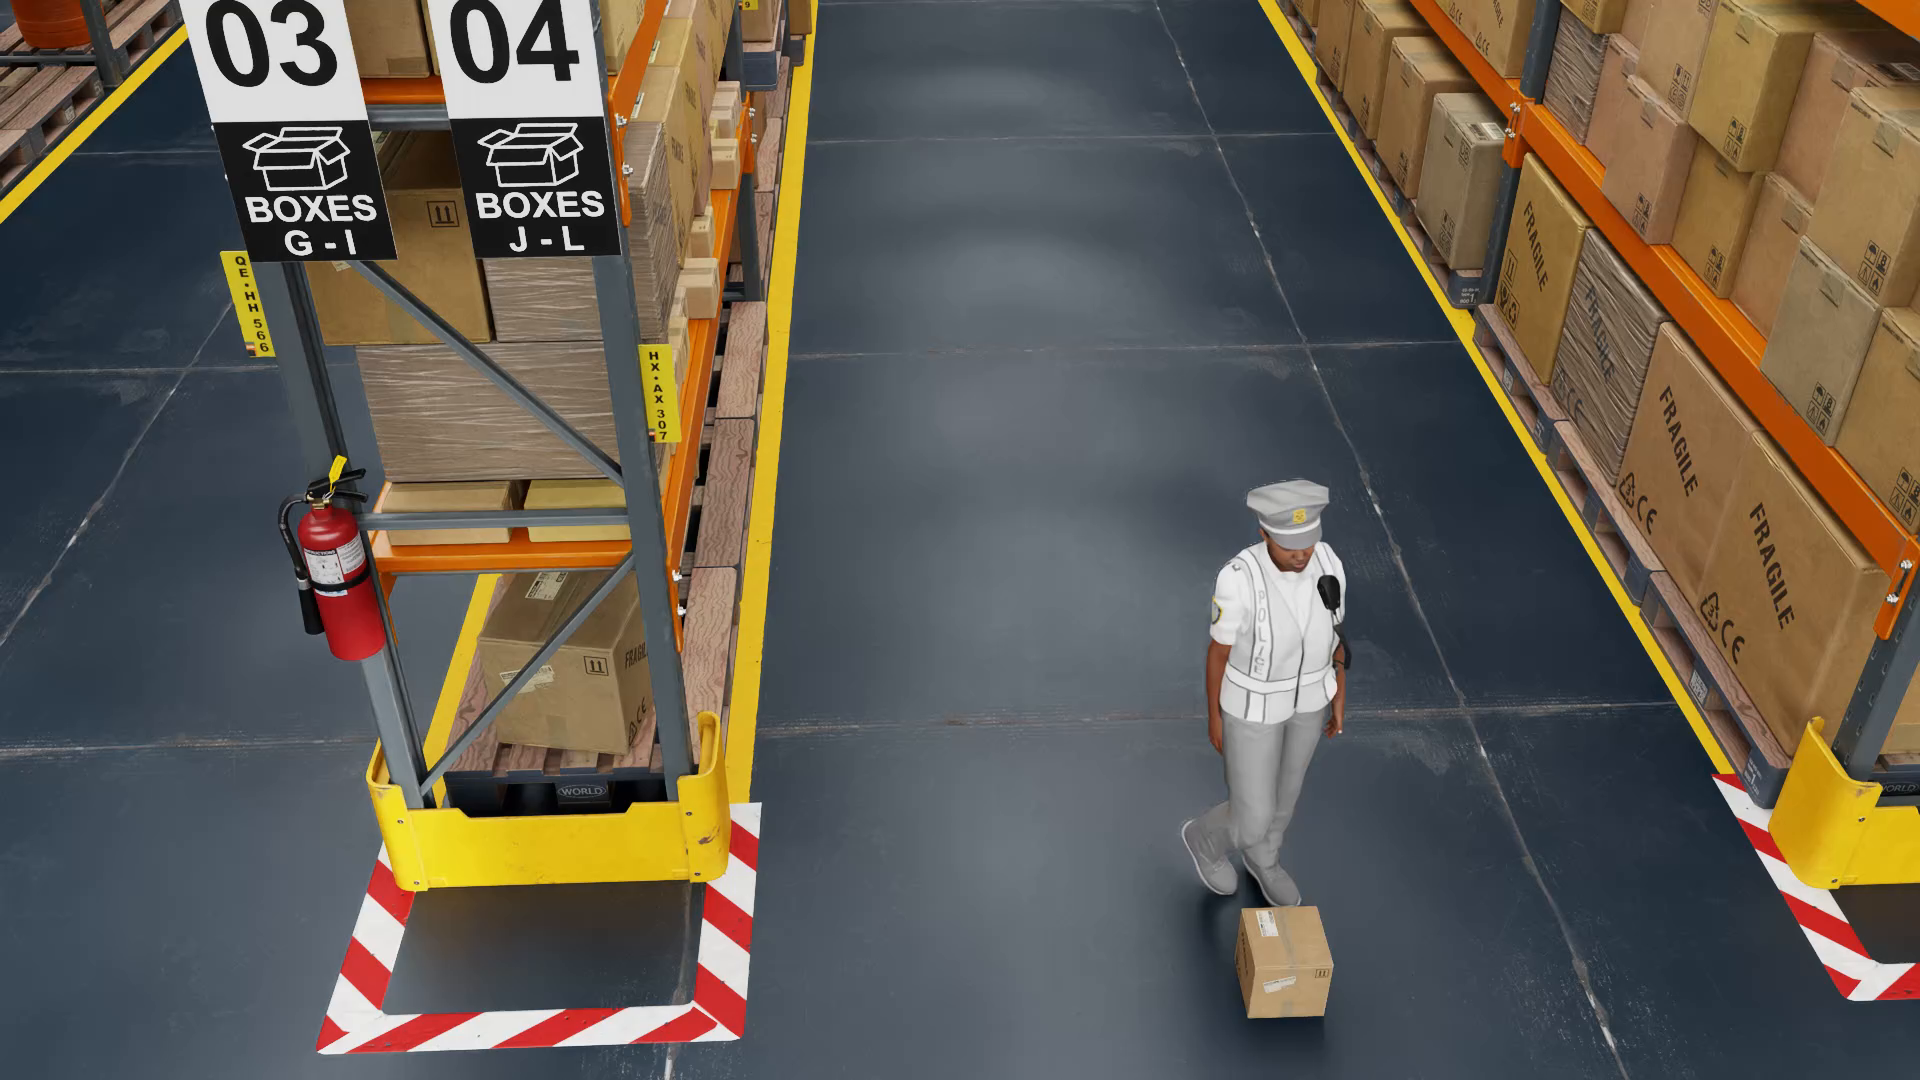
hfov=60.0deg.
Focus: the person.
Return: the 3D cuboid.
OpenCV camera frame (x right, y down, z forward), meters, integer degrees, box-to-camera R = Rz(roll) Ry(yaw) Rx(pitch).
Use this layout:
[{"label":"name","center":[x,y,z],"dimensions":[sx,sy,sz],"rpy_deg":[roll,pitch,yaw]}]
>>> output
[{"label":"person","center":[1.033,0.549,5.357],"dimensions":[0.465,1.683,0.421],"rpy_deg":[-12,37,-17]}]
